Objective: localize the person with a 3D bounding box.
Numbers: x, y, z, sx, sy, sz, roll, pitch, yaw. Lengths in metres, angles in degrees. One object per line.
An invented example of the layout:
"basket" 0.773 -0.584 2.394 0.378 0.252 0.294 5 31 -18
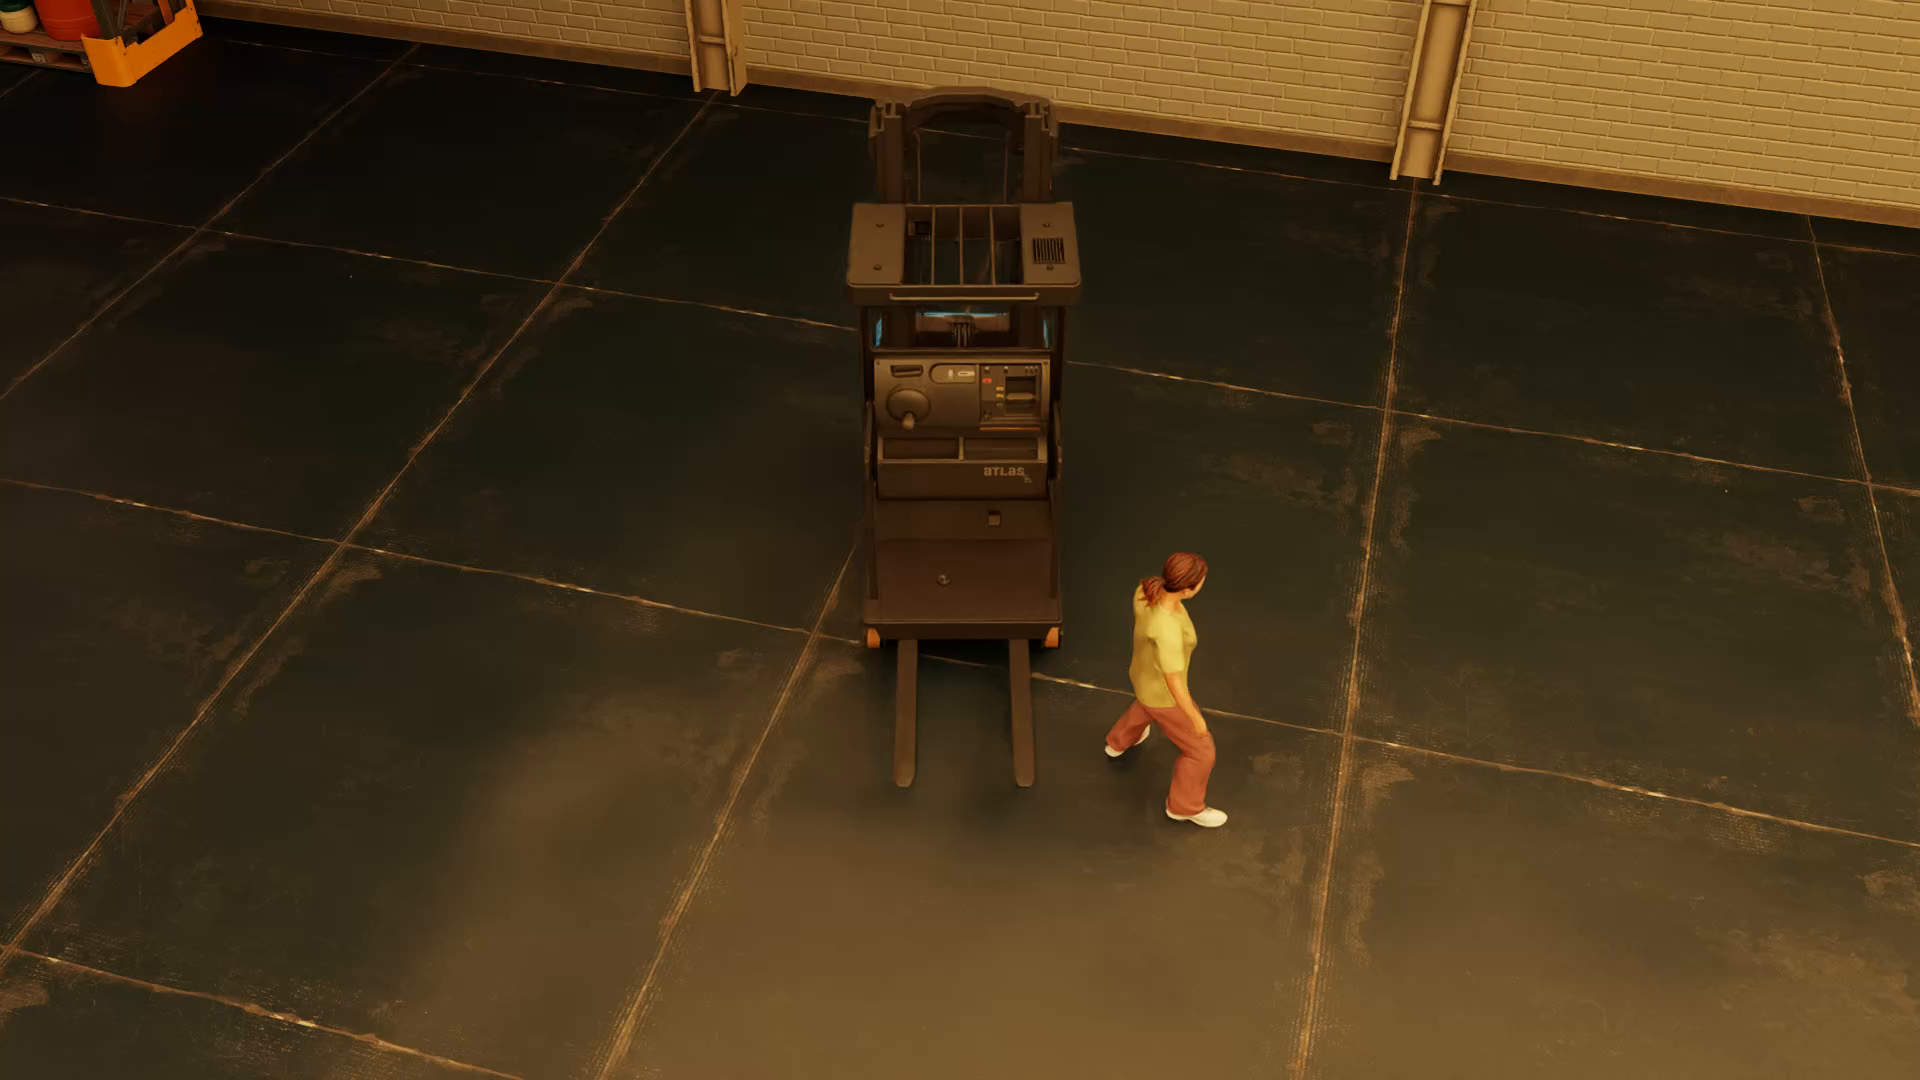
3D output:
"person" 1.050 0.649 8.108 0.503 1.627 0.787 -7 42 -8

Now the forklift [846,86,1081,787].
"forklift" 0.015 -0.697 8.657 1.130 2.935 3.031 0 41 0
